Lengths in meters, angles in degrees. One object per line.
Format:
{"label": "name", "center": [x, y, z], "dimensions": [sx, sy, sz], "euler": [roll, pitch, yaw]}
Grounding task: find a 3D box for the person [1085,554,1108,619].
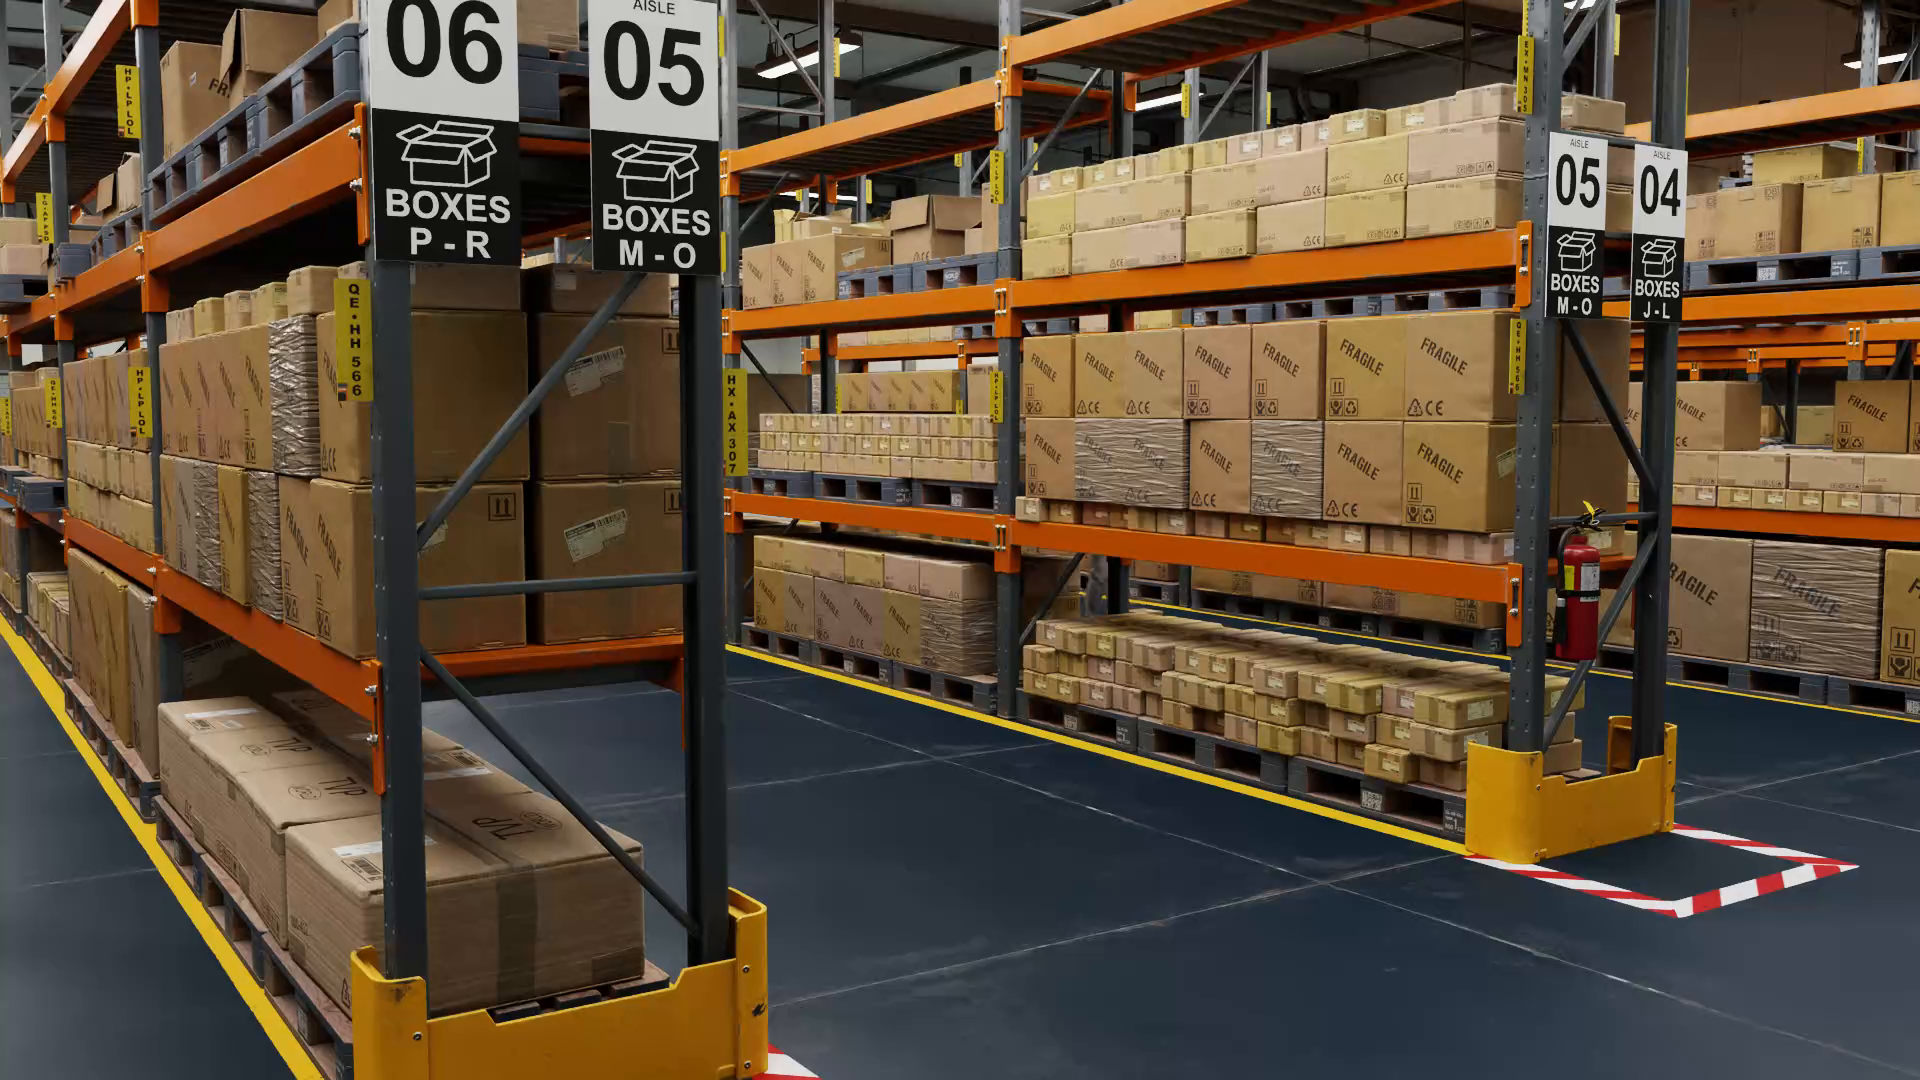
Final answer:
{"label": "person", "center": [1.330, -0.046, 14.797], "dimensions": [0.564, 1.768, 0.355], "euler": [-3, 5, -32]}
